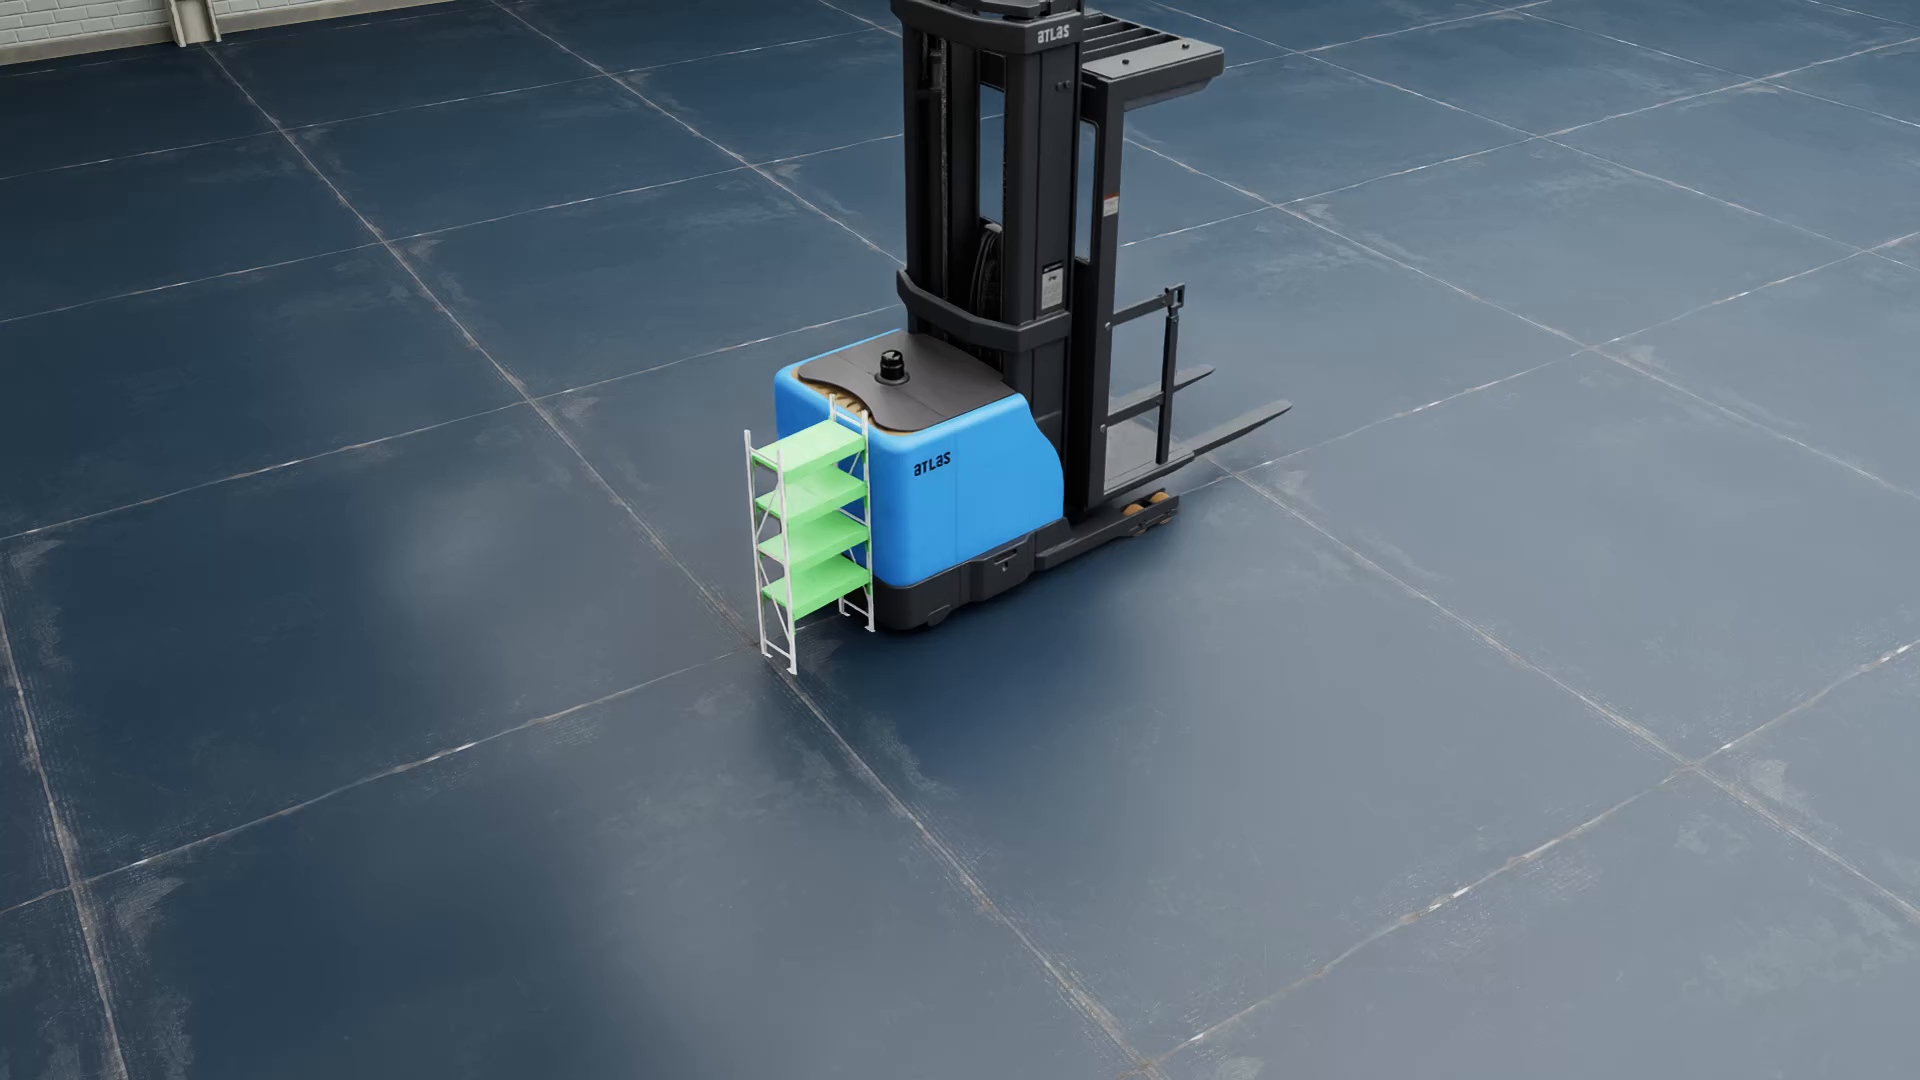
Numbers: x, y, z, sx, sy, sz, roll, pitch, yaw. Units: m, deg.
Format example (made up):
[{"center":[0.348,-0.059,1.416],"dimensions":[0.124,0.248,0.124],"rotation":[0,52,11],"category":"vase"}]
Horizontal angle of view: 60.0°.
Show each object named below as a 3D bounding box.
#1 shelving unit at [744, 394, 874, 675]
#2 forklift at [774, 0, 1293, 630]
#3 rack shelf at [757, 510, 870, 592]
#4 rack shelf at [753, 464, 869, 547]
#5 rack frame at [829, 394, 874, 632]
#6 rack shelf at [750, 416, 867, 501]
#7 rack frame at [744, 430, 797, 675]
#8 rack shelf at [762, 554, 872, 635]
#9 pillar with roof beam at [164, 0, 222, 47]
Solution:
[{"center":[-0.678,-0.017,7.652],"dimensions":[0.503,1.200,0.258],"rotation":[-28,42,-36],"category":"shelving unit"},{"center":[0.541,-1.456,8.311],"dimensions":[3.031,2.935,1.130],"rotation":[-24,39,-33],"category":"forklift"},{"center":[-0.678,0.037,7.686],"dimensions":[0.480,0.148,0.258],"rotation":[-28,42,-36],"category":"rack shelf"},{"center":[-0.678,-0.166,7.558],"dimensions":[0.480,0.148,0.258],"rotation":[-28,42,-36],"category":"rack shelf"},{"center":[-0.504,-0.108,7.797],"dimensions":[0.015,1.200,0.240],"rotation":[-28,42,-36],"category":"rack frame"},{"center":[-0.678,-0.369,7.430],"dimensions":[0.480,0.148,0.258],"rotation":[-28,42,-36],"category":"rack shelf"},{"center":[-0.852,0.075,7.507],"dimensions":[0.015,1.200,0.240],"rotation":[-28,42,-36],"category":"rack frame"},{"center":[-0.678,0.240,7.814],"dimensions":[0.480,0.148,0.258],"rotation":[-28,42,-36],"category":"rack shelf"},{"center":[-5.327,-6.896,11.247],"dimensions":[0.400,9.000,9.100],"rotation":[-19,37,-27],"category":"pillar with roof beam"}]
